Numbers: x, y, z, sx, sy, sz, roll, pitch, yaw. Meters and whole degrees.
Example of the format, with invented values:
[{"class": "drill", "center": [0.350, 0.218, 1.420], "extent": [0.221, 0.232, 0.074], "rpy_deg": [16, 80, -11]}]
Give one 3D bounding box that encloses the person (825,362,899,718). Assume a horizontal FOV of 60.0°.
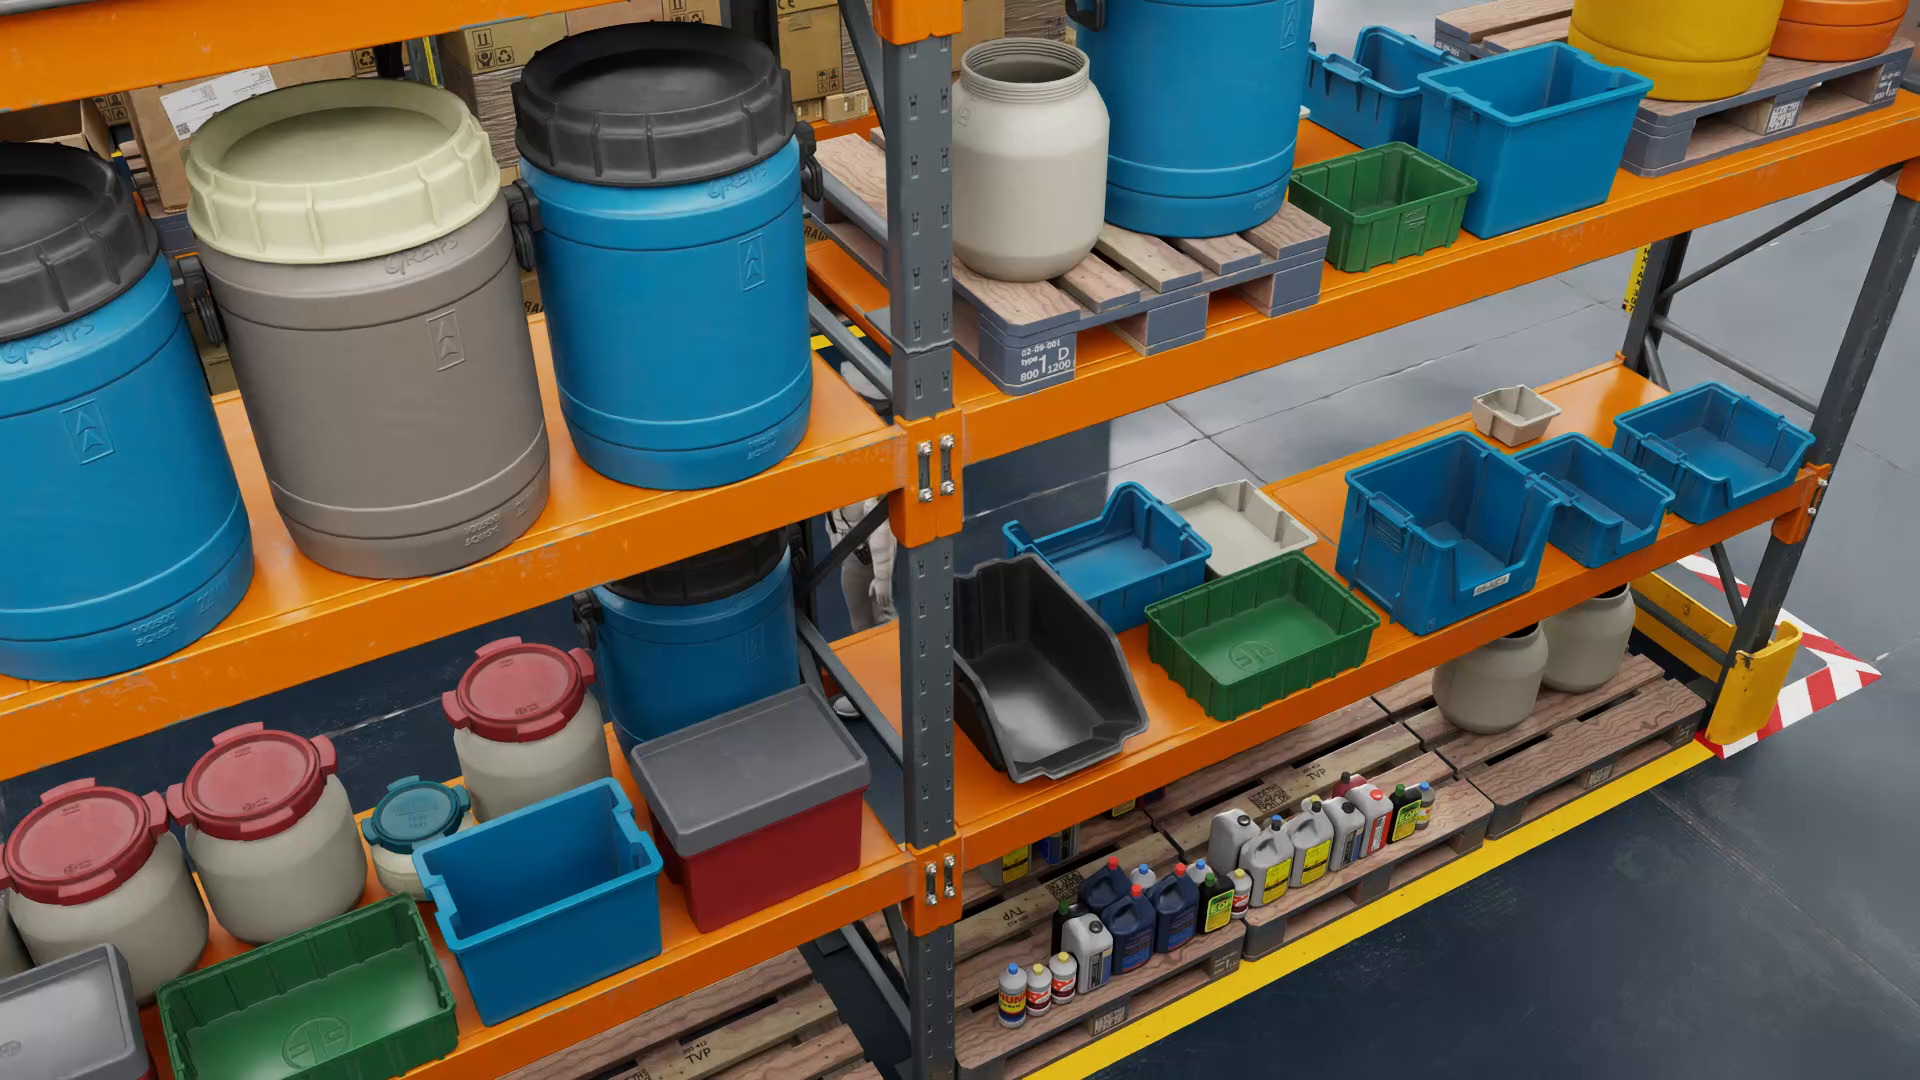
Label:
[{"class": "person", "center": [-0.389, 0.001, 6.880], "extent": [0.387, 1.681, 0.531], "rpy_deg": [-8, 38, -11]}]
